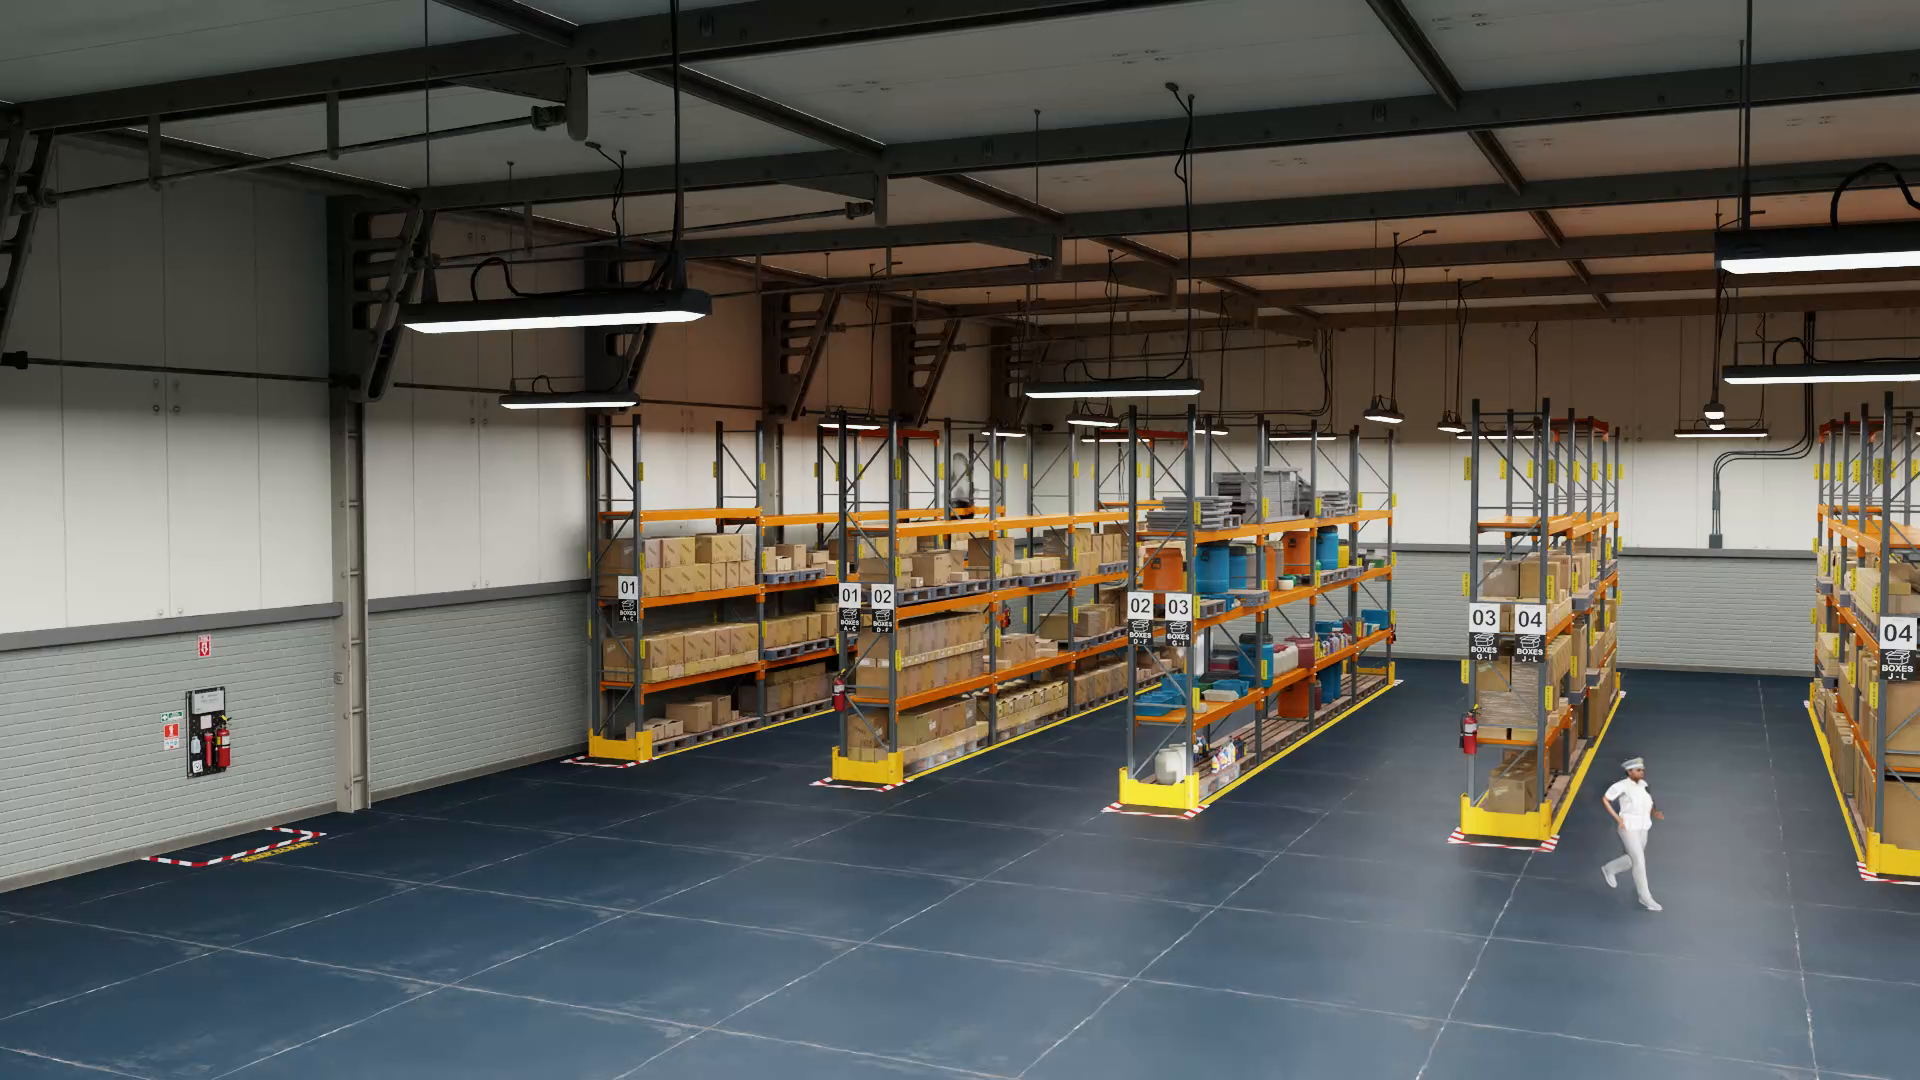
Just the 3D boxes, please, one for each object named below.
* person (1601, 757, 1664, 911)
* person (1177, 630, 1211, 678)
[{"bbox_3d":[7.805,3.362,19.311,0.580,1.707,0.893,-1,3,-26],"label":"person"},{"bbox_3d":[4.927,2.775,35.015,0.692,1.582,1.020,0,2,12],"label":"person"}]
